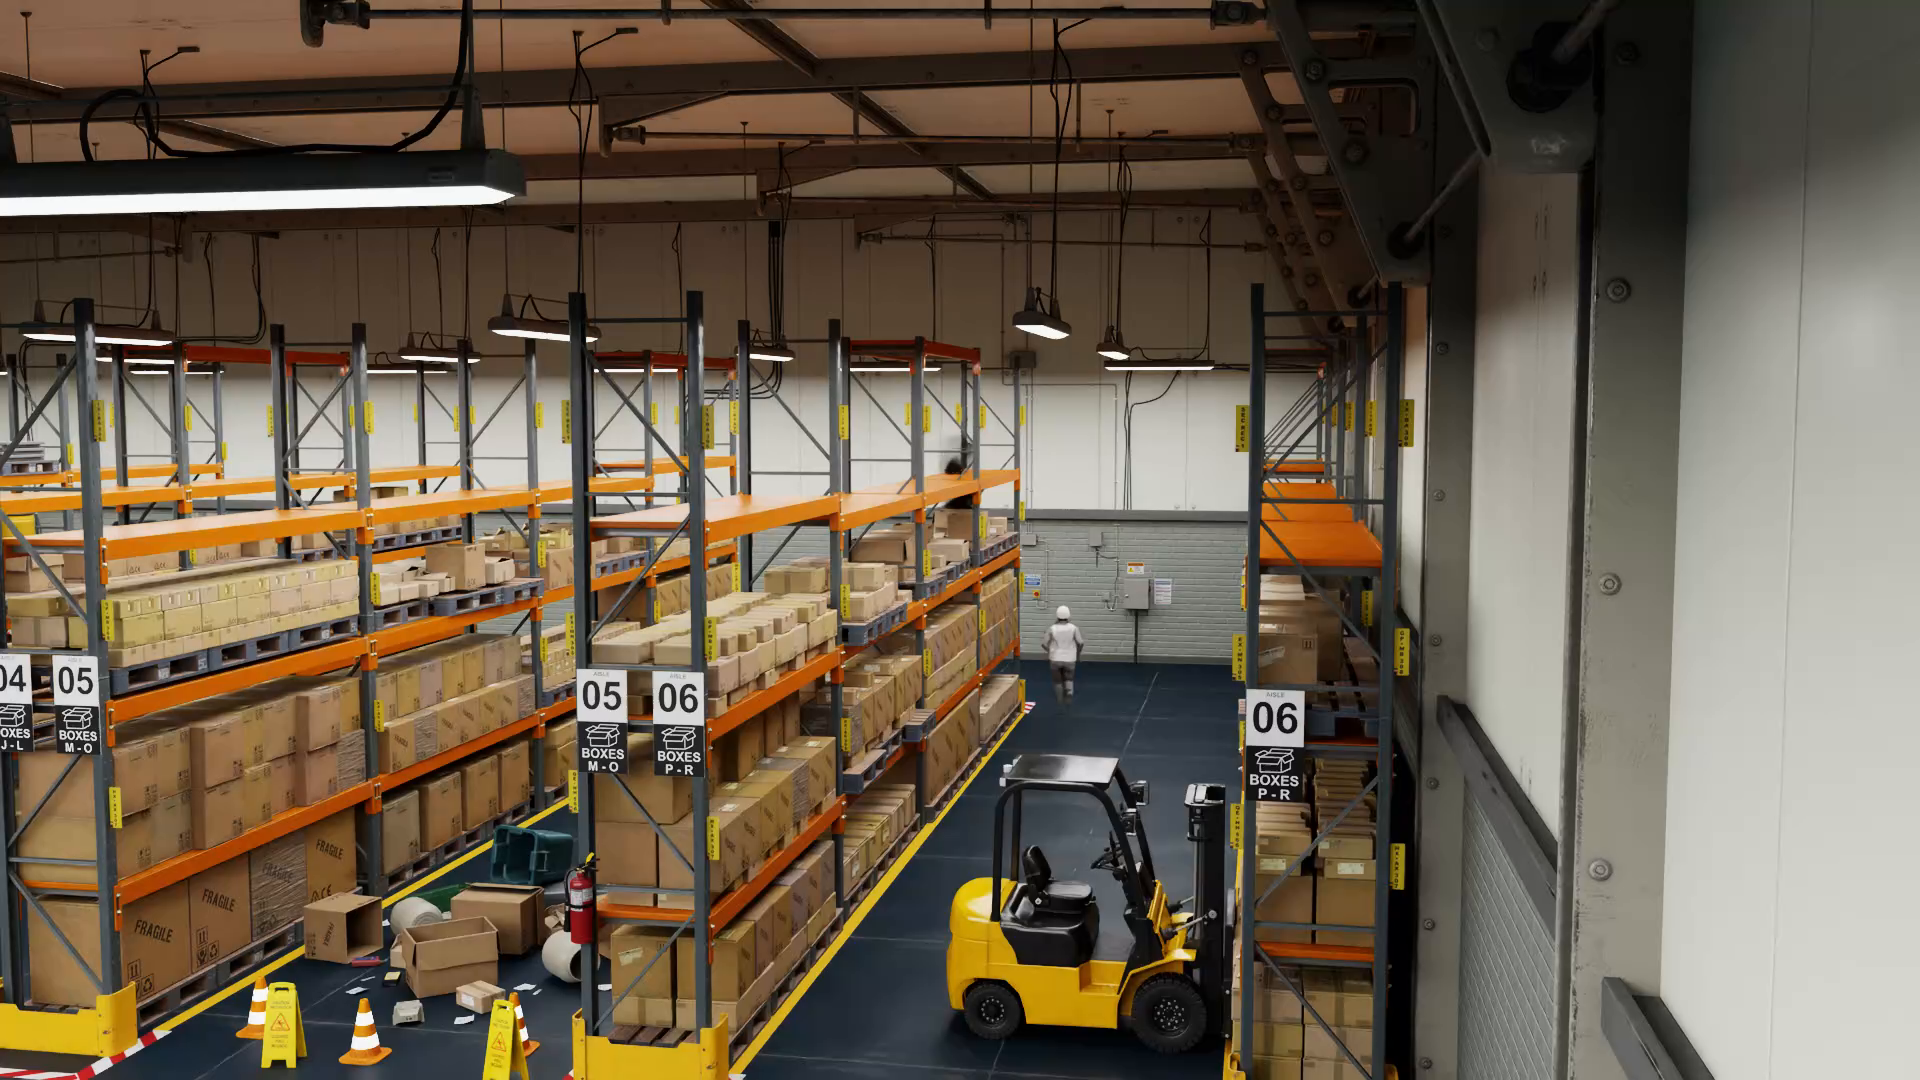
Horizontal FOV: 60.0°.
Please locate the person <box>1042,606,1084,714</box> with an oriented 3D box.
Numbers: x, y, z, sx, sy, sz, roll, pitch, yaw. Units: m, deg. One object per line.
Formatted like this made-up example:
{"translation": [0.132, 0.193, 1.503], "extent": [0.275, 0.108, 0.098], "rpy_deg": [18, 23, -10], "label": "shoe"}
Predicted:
{"translation": [1.625, 1.901, 26.277], "extent": [0.659, 1.740, 0.586], "rpy_deg": [0, 5, 1], "label": "person"}
